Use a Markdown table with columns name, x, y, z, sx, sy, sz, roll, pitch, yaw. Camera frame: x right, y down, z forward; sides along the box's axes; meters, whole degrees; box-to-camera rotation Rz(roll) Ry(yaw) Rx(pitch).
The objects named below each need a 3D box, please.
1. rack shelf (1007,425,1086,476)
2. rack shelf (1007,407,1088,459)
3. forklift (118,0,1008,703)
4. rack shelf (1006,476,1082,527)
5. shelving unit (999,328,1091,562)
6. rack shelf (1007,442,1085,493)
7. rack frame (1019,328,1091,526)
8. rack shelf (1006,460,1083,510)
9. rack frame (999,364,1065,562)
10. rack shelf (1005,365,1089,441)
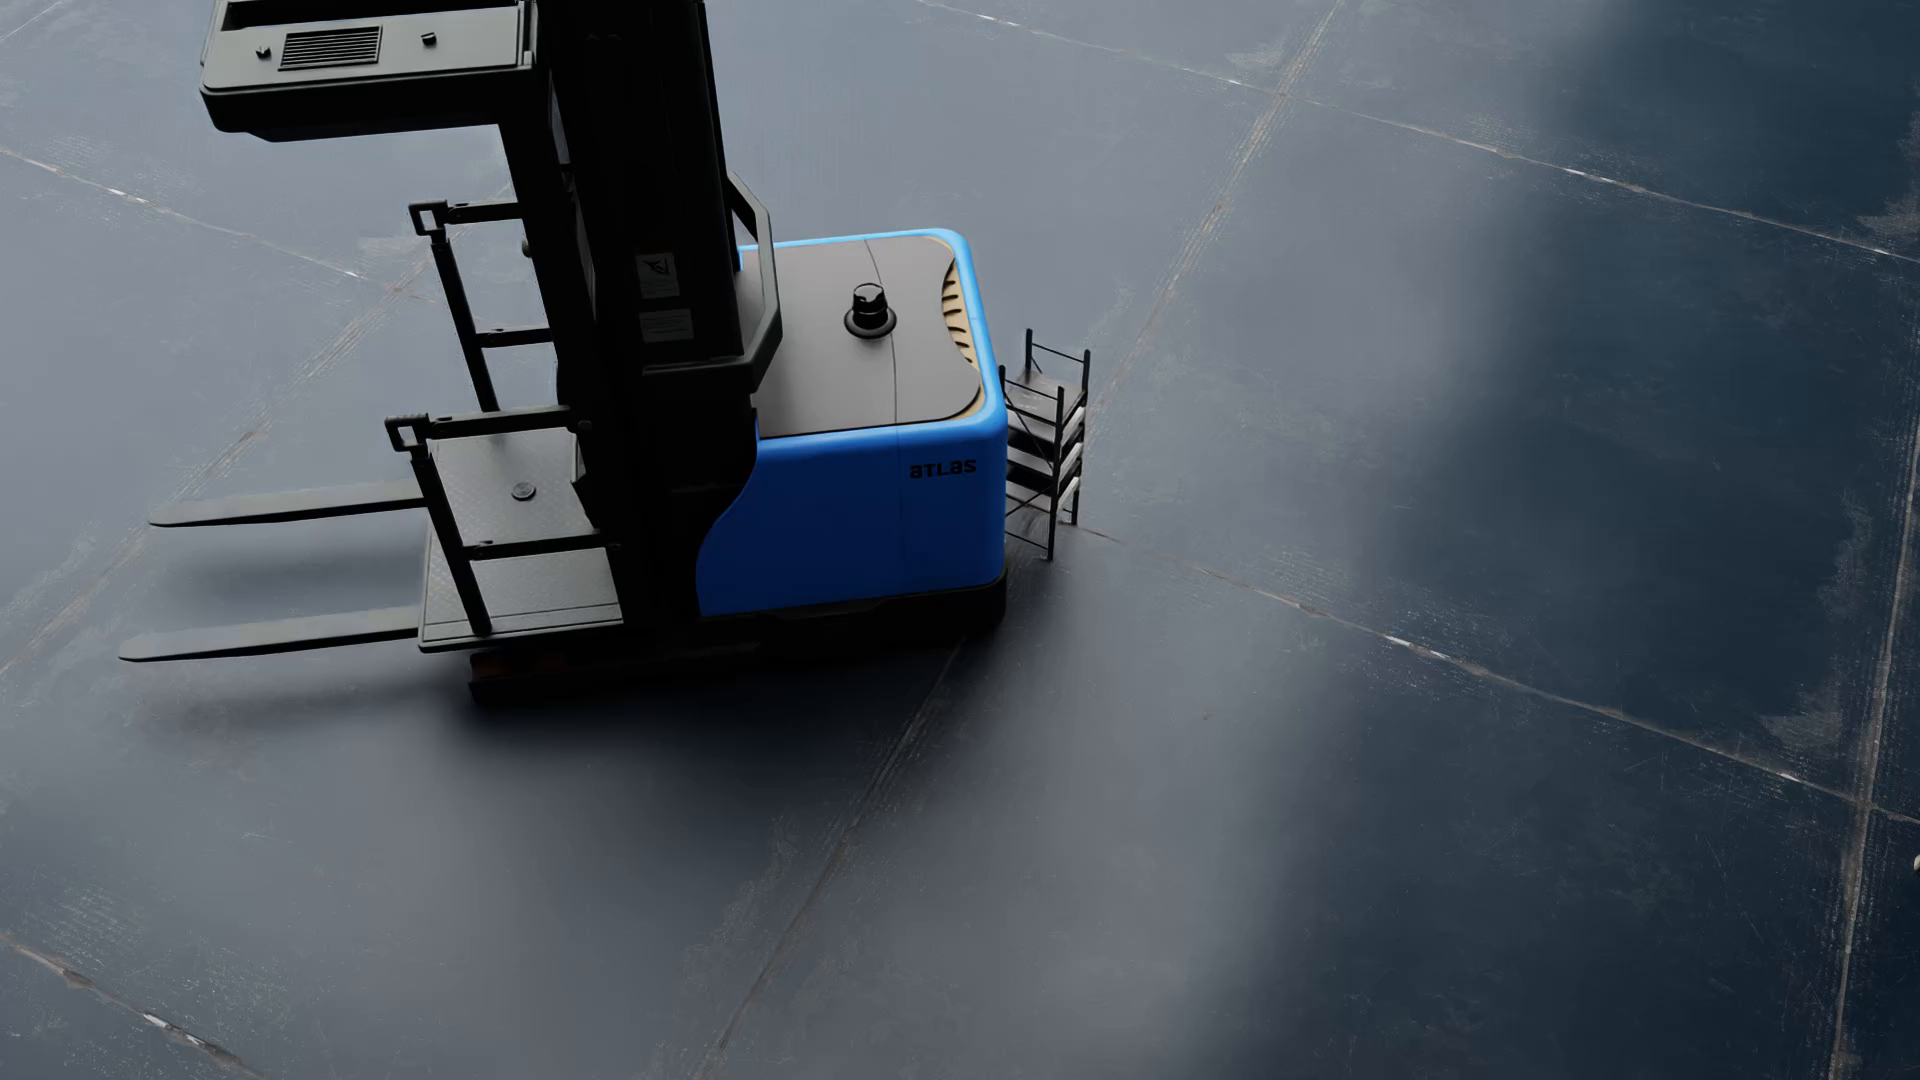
| name | x | y | z | sx | sy | sz | roll | pitch | yaw |
| --- | --- | --- | --- | --- | --- | --- | --- | --- | --- |
| rack shelf | 0.287 | -0.358 | 5.890 | 0.258 | 0.077 | 0.200 | 22 | 53 | 18 |
| rack shelf | 0.287 | -0.417 | 5.821 | 0.258 | 0.077 | 0.200 | 22 | 53 | 18 |
| forklift | -1.396 | -0.823 | 5.026 | 3.031 | 2.935 | 1.130 | -6 | 50 | -5 |
| rack shelf | 0.287 | -0.183 | 6.095 | 0.258 | 0.077 | 0.200 | 22 | 53 | 18 |
| shelving unit | 0.287 | -0.322 | 5.933 | 0.258 | 0.900 | 0.210 | 22 | 53 | 18 |
| rack shelf | 0.287 | -0.300 | 5.958 | 0.258 | 0.077 | 0.200 | 22 | 53 | 18 |
| rack frame | 0.335 | -0.390 | 5.991 | 0.240 | 0.900 | 0.006 | 22 | 53 | 18 |
| rack shelf | 0.287 | -0.242 | 6.027 | 0.258 | 0.077 | 0.200 | 22 | 53 | 18 |
| rack frame | 0.239 | -0.253 | 5.875 | 0.240 | 0.900 | 0.006 | 22 | 53 | 18 |
| rack shelf | 0.287 | -0.475 | 5.753 | 0.258 | 0.077 | 0.200 | 22 | 53 | 18 |
